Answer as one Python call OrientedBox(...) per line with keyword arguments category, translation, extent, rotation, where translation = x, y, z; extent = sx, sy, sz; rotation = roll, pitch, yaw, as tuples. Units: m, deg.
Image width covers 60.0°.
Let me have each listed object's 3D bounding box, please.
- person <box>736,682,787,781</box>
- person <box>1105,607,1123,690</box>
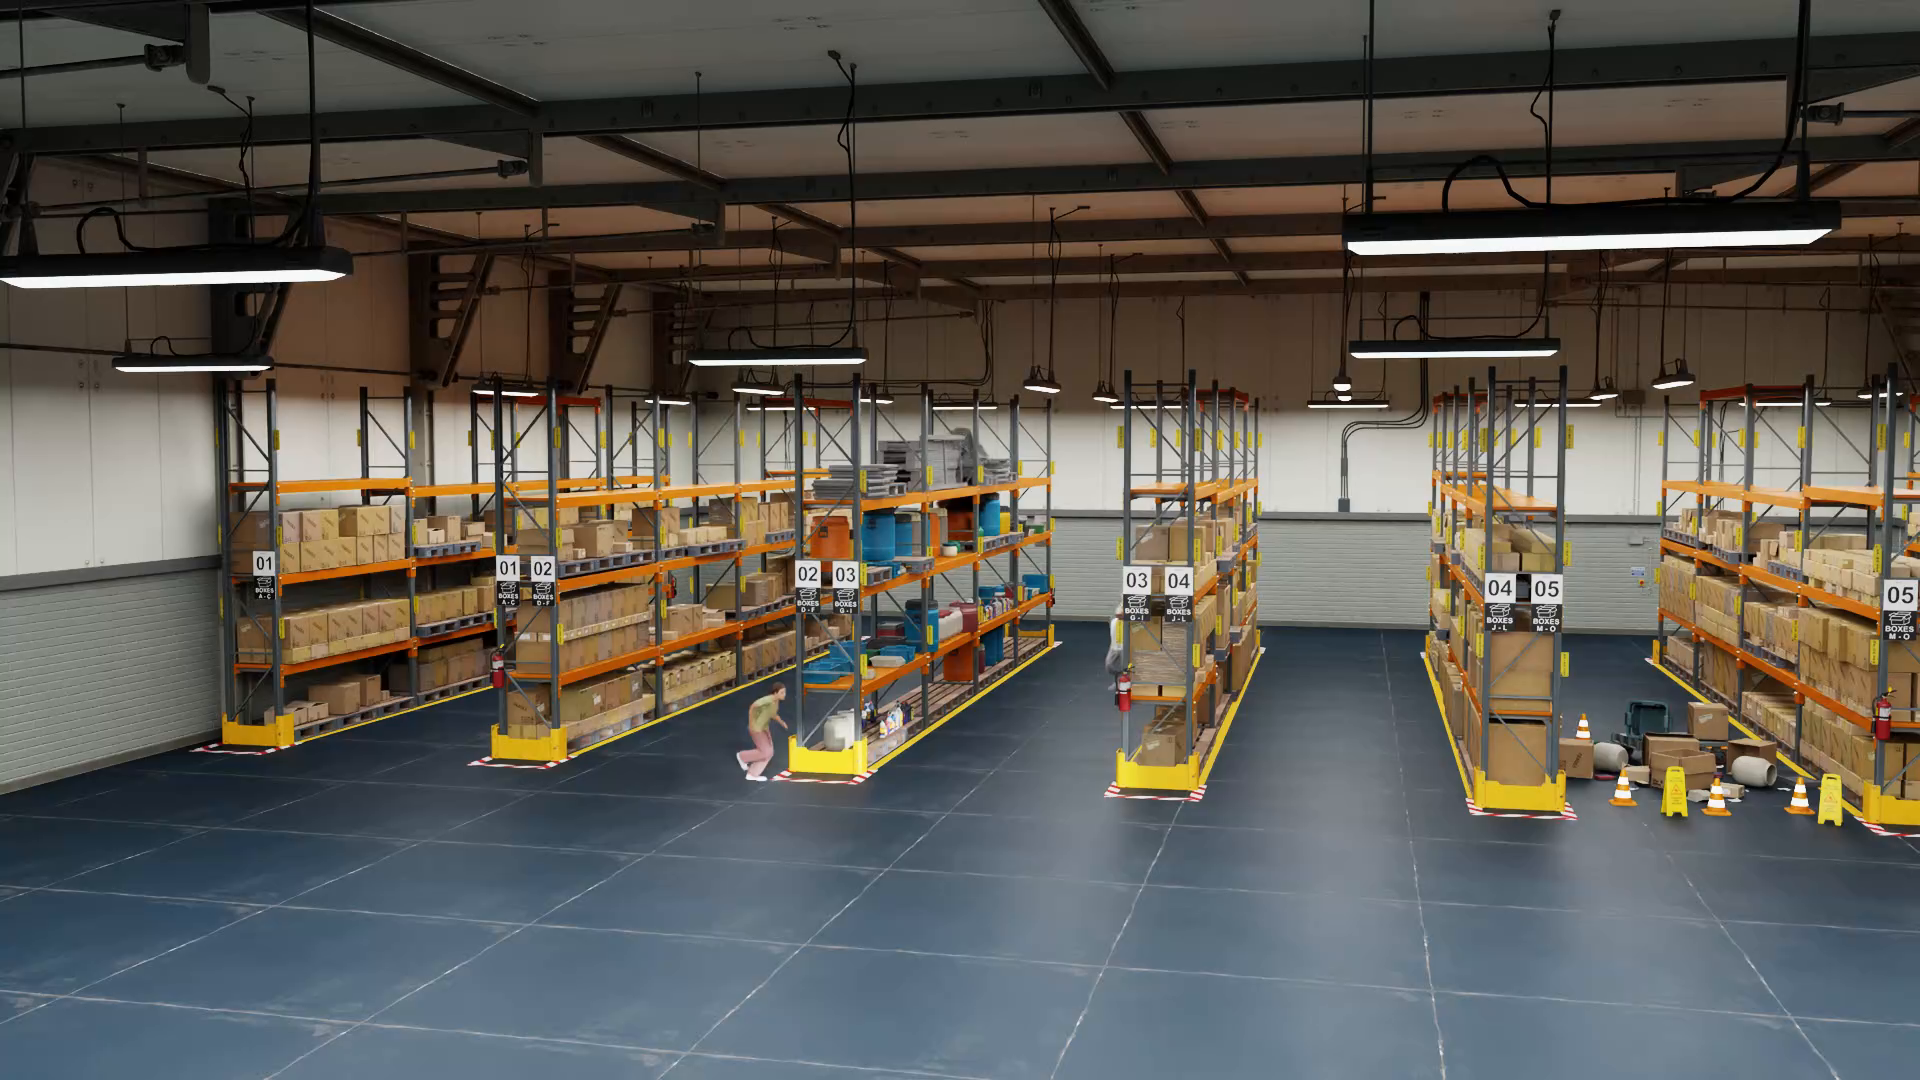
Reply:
OrientedBox(category="person", translation=(-2.895, 2.798, 24.356), extent=(0.747, 1.465, 0.599), rotation=(1, 4, 20))
OrientedBox(category="person", translation=(3.175, 2.159, 32.751), extent=(0.682, 1.718, 0.725), rotation=(2, 4, 29))
